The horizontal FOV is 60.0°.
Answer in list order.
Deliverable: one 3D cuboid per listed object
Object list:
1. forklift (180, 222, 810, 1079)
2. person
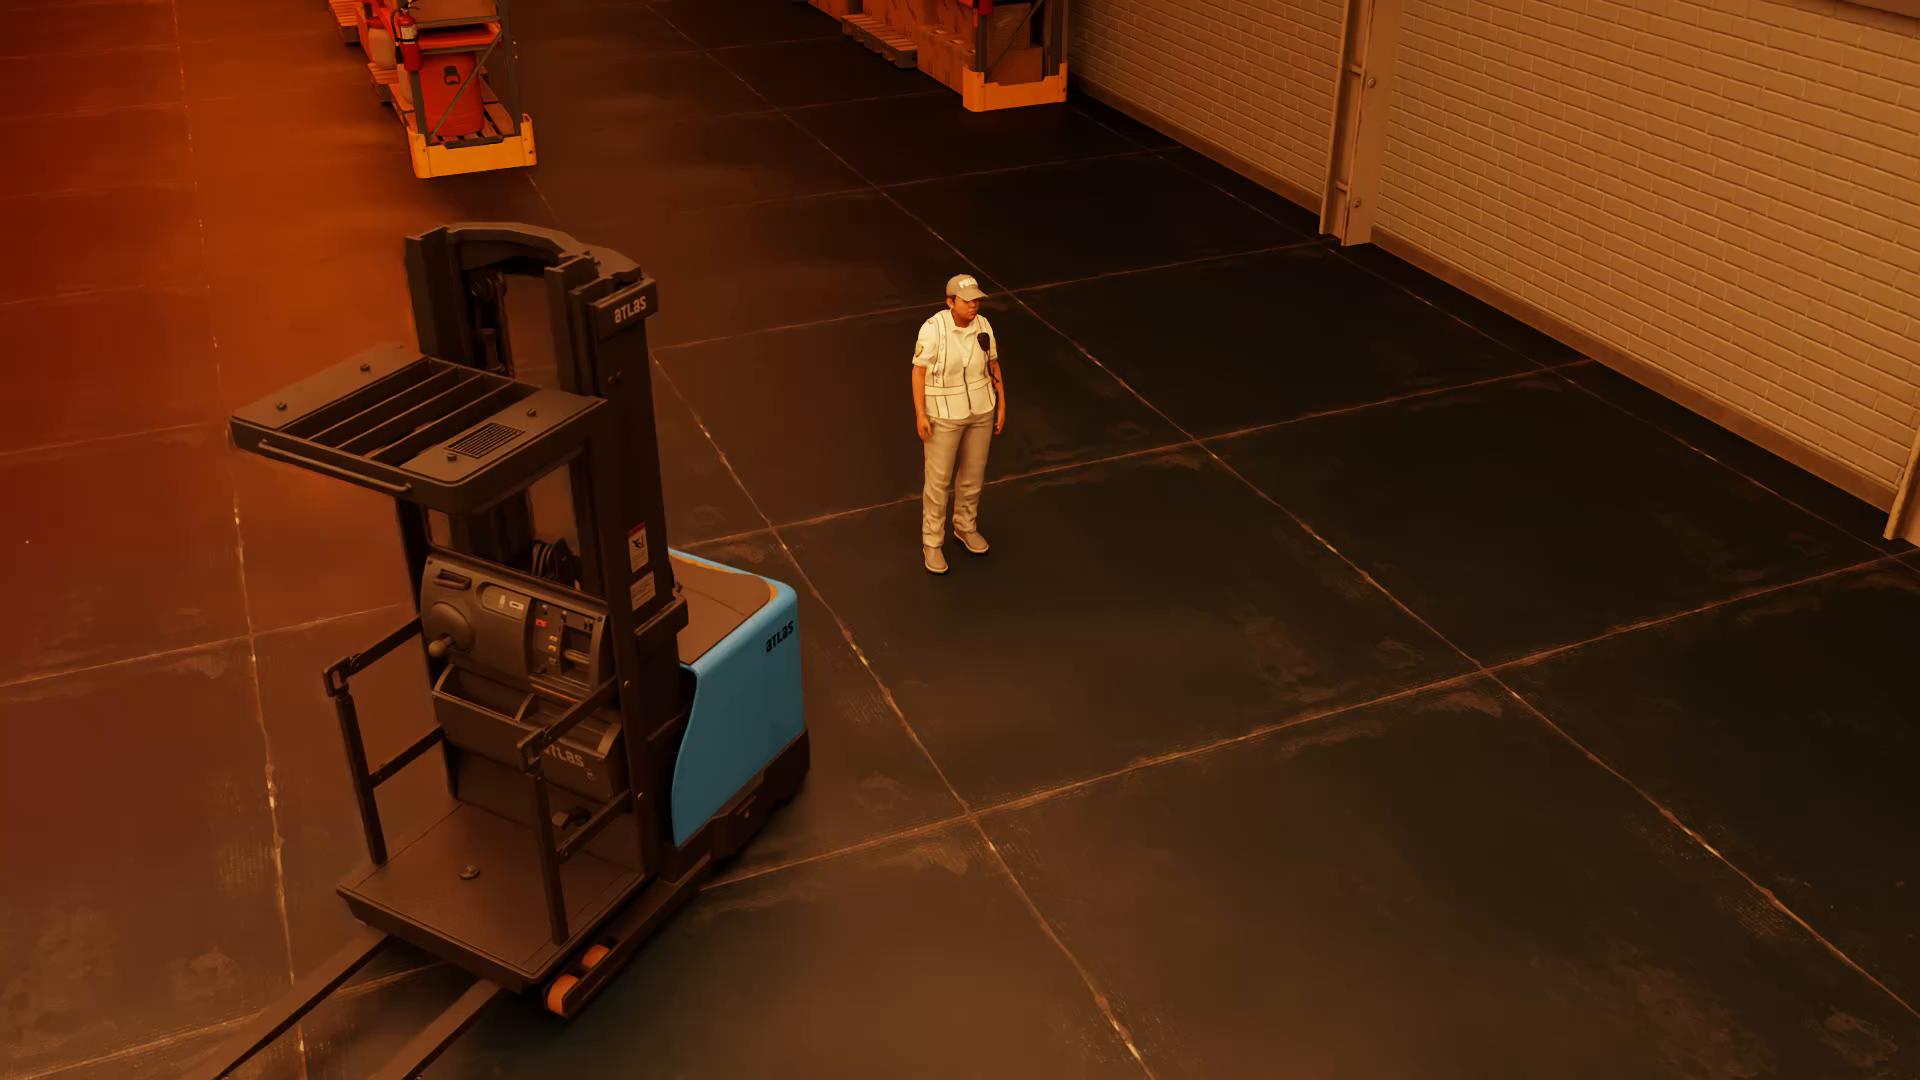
[{"bbox_3d":[-1.879,0.392,6.435,1.130,2.935,3.031,15,33,25],"label":"forklift"},{"bbox_3d":[0.009,-0.690,9.586,0.598,1.670,0.529,-12,32,-20],"label":"person"}]
